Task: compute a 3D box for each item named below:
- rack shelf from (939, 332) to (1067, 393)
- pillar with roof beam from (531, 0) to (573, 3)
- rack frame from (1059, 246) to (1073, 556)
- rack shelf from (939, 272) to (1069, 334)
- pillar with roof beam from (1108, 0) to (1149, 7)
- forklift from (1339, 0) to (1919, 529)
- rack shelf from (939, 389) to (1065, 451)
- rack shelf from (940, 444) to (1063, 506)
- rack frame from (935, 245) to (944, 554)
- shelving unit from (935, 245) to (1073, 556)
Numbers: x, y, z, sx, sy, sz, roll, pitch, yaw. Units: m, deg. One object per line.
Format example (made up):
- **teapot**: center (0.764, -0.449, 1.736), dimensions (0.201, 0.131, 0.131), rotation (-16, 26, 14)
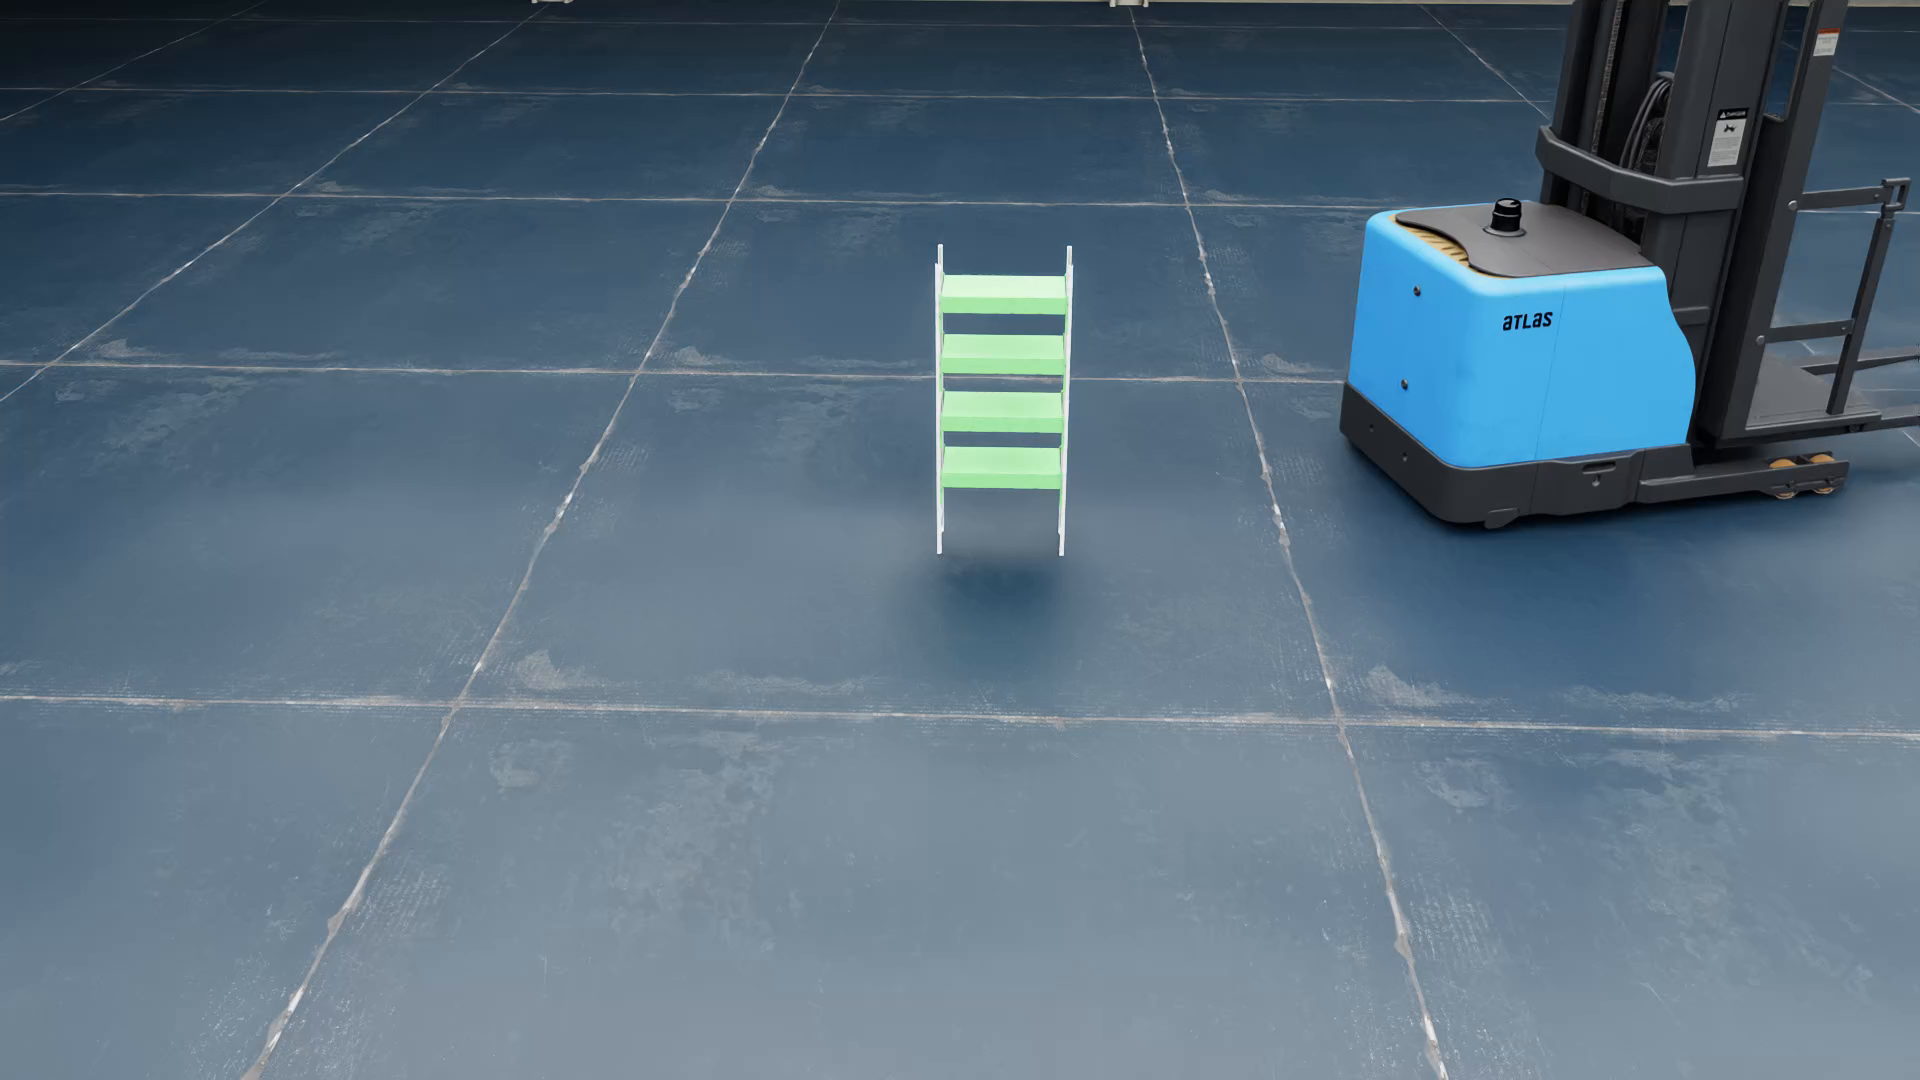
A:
- **rack shelf**: center (0.165, -0.683, 6.381), dimensions (0.480, 0.148, 0.258), rotation (1, 28, 2)
- **pillar with roof beam**: center (-4.404, -7.615, 11.507), dimensions (0.400, 9.000, 9.100), rotation (1, 28, 2)
- **rack frame**: center (0.409, -0.523, 6.456), dimensions (0.015, 1.200, 0.240), rotation (1, 28, 2)
- **rack shelf**: center (0.165, -0.895, 6.269), dimensions (0.480, 0.148, 0.258), rotation (1, 28, 2)
- **pillar with roof beam**: center (1.592, -7.516, 11.320), dimensions (0.400, 9.000, 9.100), rotation (1, 28, 2)
- **forklift**: center (3.293, -1.701, 6.830), dimensions (3.031, 2.935, 1.130), rotation (-7, 29, -13)
- **rack shelf**: center (0.165, -0.471, 6.494), dimensions (0.480, 0.148, 0.258), rotation (1, 28, 2)
- **rack shelf**: center (0.165, -0.259, 6.606), dimensions (0.480, 0.148, 0.258), rotation (1, 28, 2)
- **rack frame**: center (-0.078, -0.531, 6.471), dimensions (0.015, 1.200, 0.240), rotation (1, 28, 2)
- **shelving unit**: center (0.165, -0.527, 6.464), dimensions (0.503, 1.200, 0.258), rotation (1, 28, 2)
